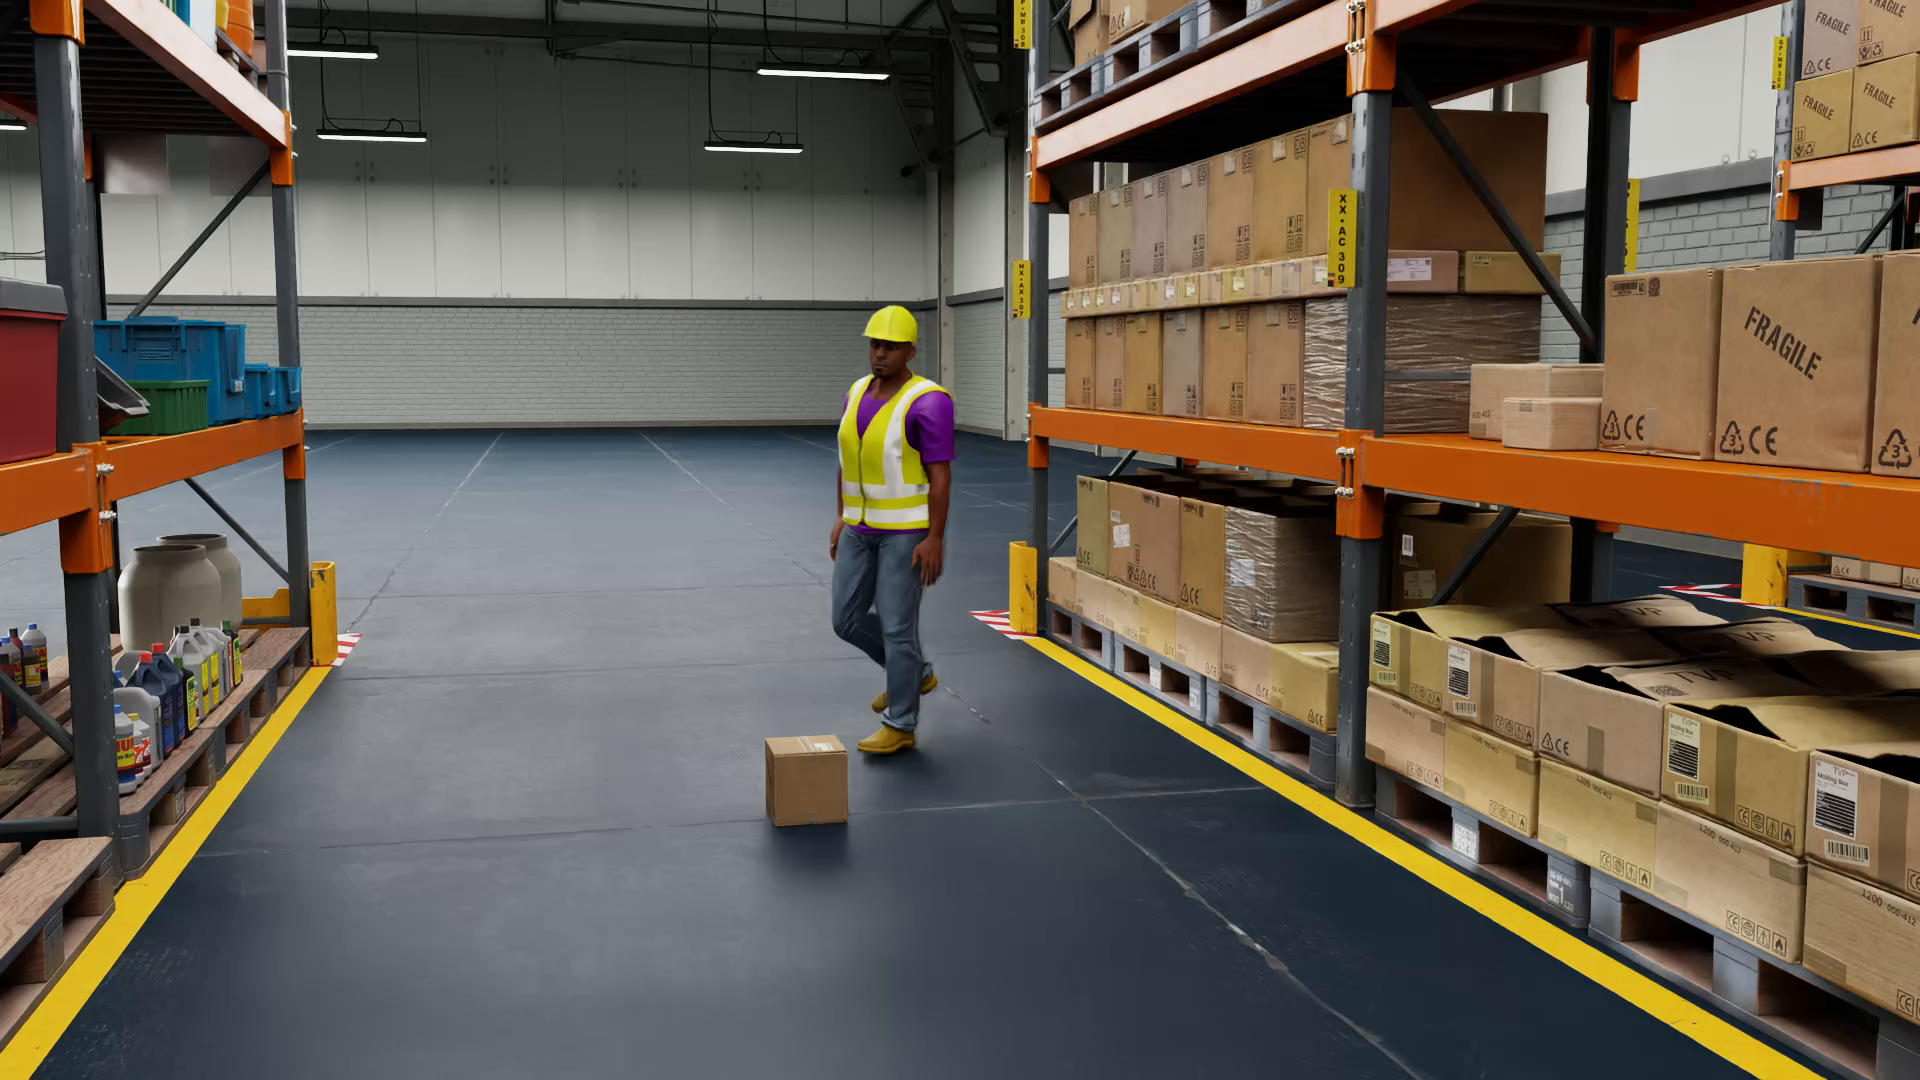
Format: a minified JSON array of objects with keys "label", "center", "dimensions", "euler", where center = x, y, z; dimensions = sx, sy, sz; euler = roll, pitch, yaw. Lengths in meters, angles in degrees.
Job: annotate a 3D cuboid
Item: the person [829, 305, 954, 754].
[{"label":"person","center":[-0.231,-0.048,6.659],"dimensions":[0.608,1.764,0.565],"euler":[6,8,43]}]
